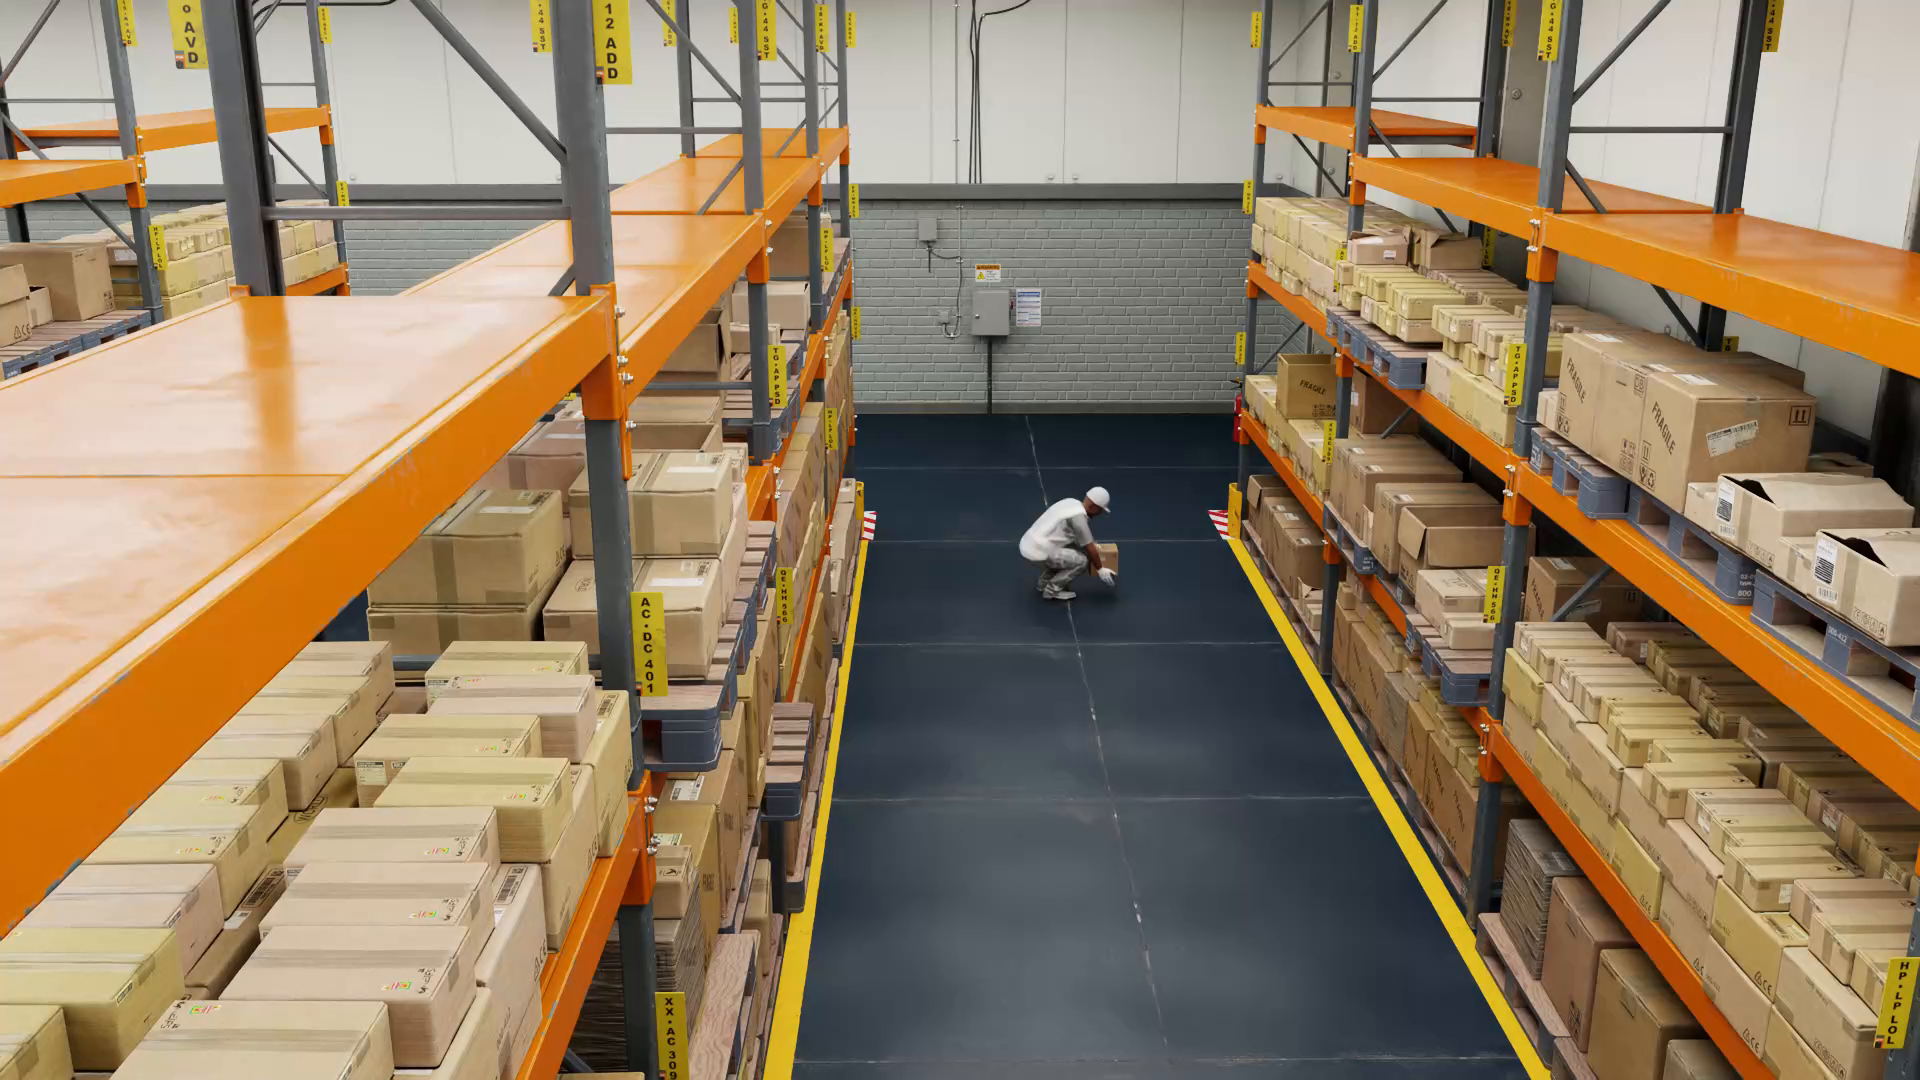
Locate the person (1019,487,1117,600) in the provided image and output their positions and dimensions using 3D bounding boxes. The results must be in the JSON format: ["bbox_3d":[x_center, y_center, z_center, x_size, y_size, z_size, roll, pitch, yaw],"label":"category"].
[{"bbox_3d":[0.992,0.017,15.298,0.891,1.011,0.560,-1,17,-2],"label":"person"}]
